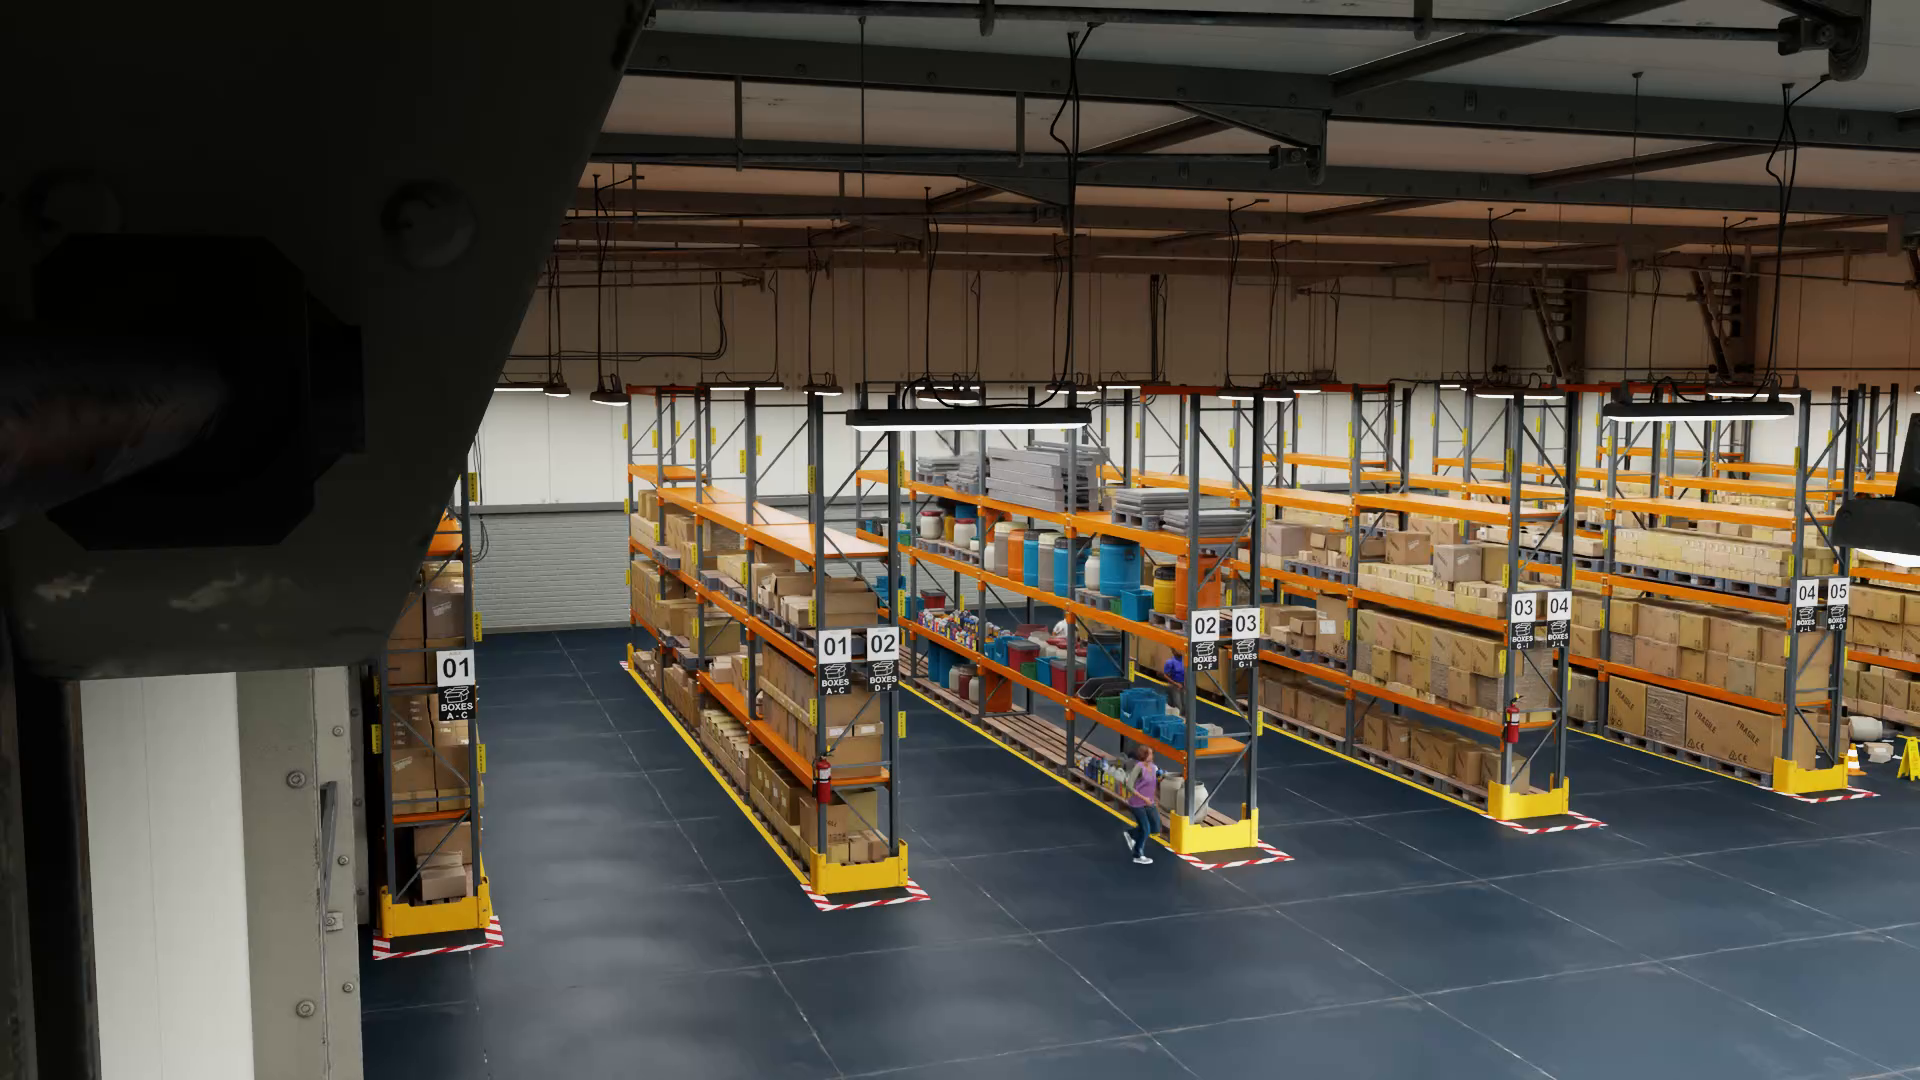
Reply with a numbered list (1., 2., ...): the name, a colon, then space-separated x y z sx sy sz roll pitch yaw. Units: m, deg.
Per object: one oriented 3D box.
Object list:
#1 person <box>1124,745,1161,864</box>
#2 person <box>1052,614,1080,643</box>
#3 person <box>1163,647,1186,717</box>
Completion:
1. person: 2.307 3.370 21.232 0.548 1.541 0.561 5 7 37
2. person: 2.075 2.167 32.831 0.630 1.641 0.700 -3 7 -26
3. person: 3.740 2.622 28.672 0.593 1.528 0.557 -4 7 -36
